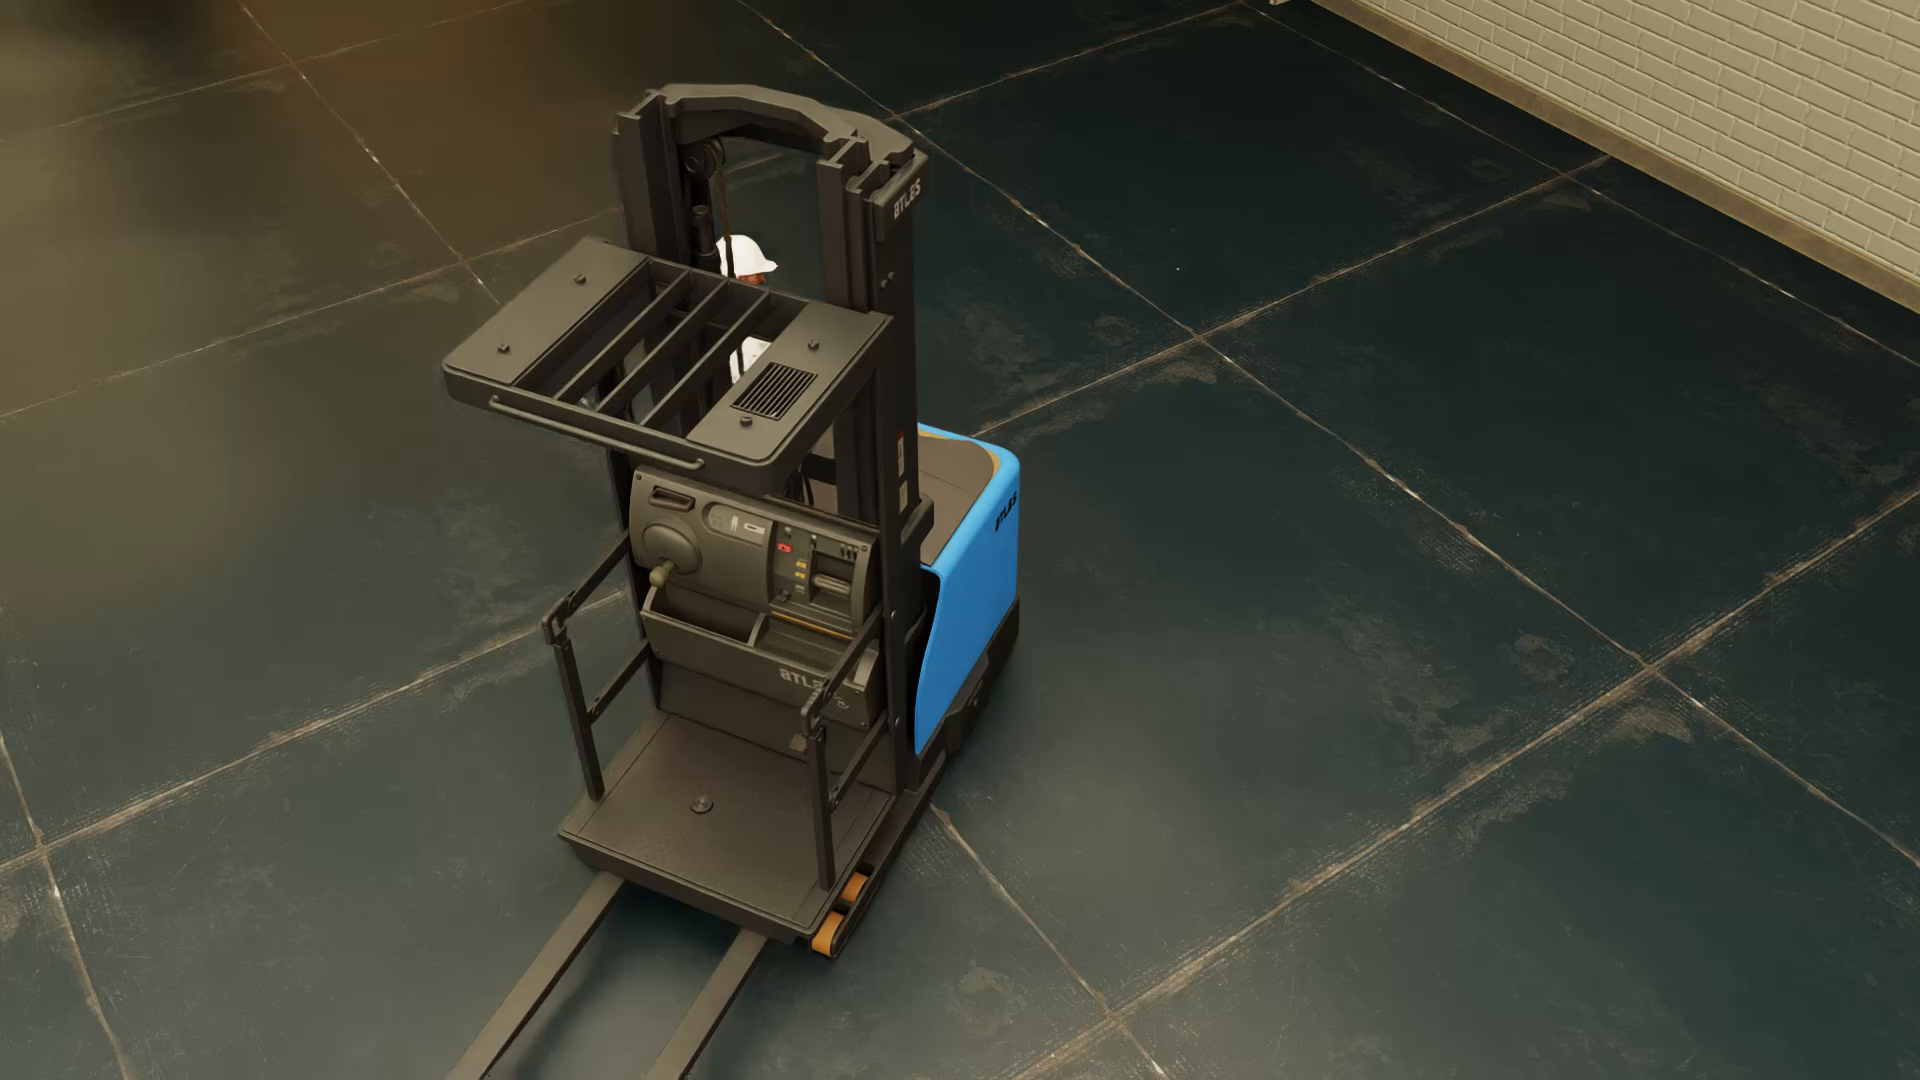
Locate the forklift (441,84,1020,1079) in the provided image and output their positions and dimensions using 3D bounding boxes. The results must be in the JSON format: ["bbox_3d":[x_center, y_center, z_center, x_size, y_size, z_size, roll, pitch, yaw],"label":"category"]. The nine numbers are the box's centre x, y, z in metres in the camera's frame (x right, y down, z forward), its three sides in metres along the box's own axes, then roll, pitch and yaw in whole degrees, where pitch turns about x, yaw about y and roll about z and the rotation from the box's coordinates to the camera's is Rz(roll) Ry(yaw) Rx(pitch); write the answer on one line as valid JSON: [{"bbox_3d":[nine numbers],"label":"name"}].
[{"bbox_3d":[-0.816,0.128,5.576,1.130,2.935,3.031,17,45,18],"label":"forklift"}]

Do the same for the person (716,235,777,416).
[{"bbox_3d":[-0.865,-0.738,7.576,0.848,1.533,1.100,-15,45,-16],"label":"person"}]
